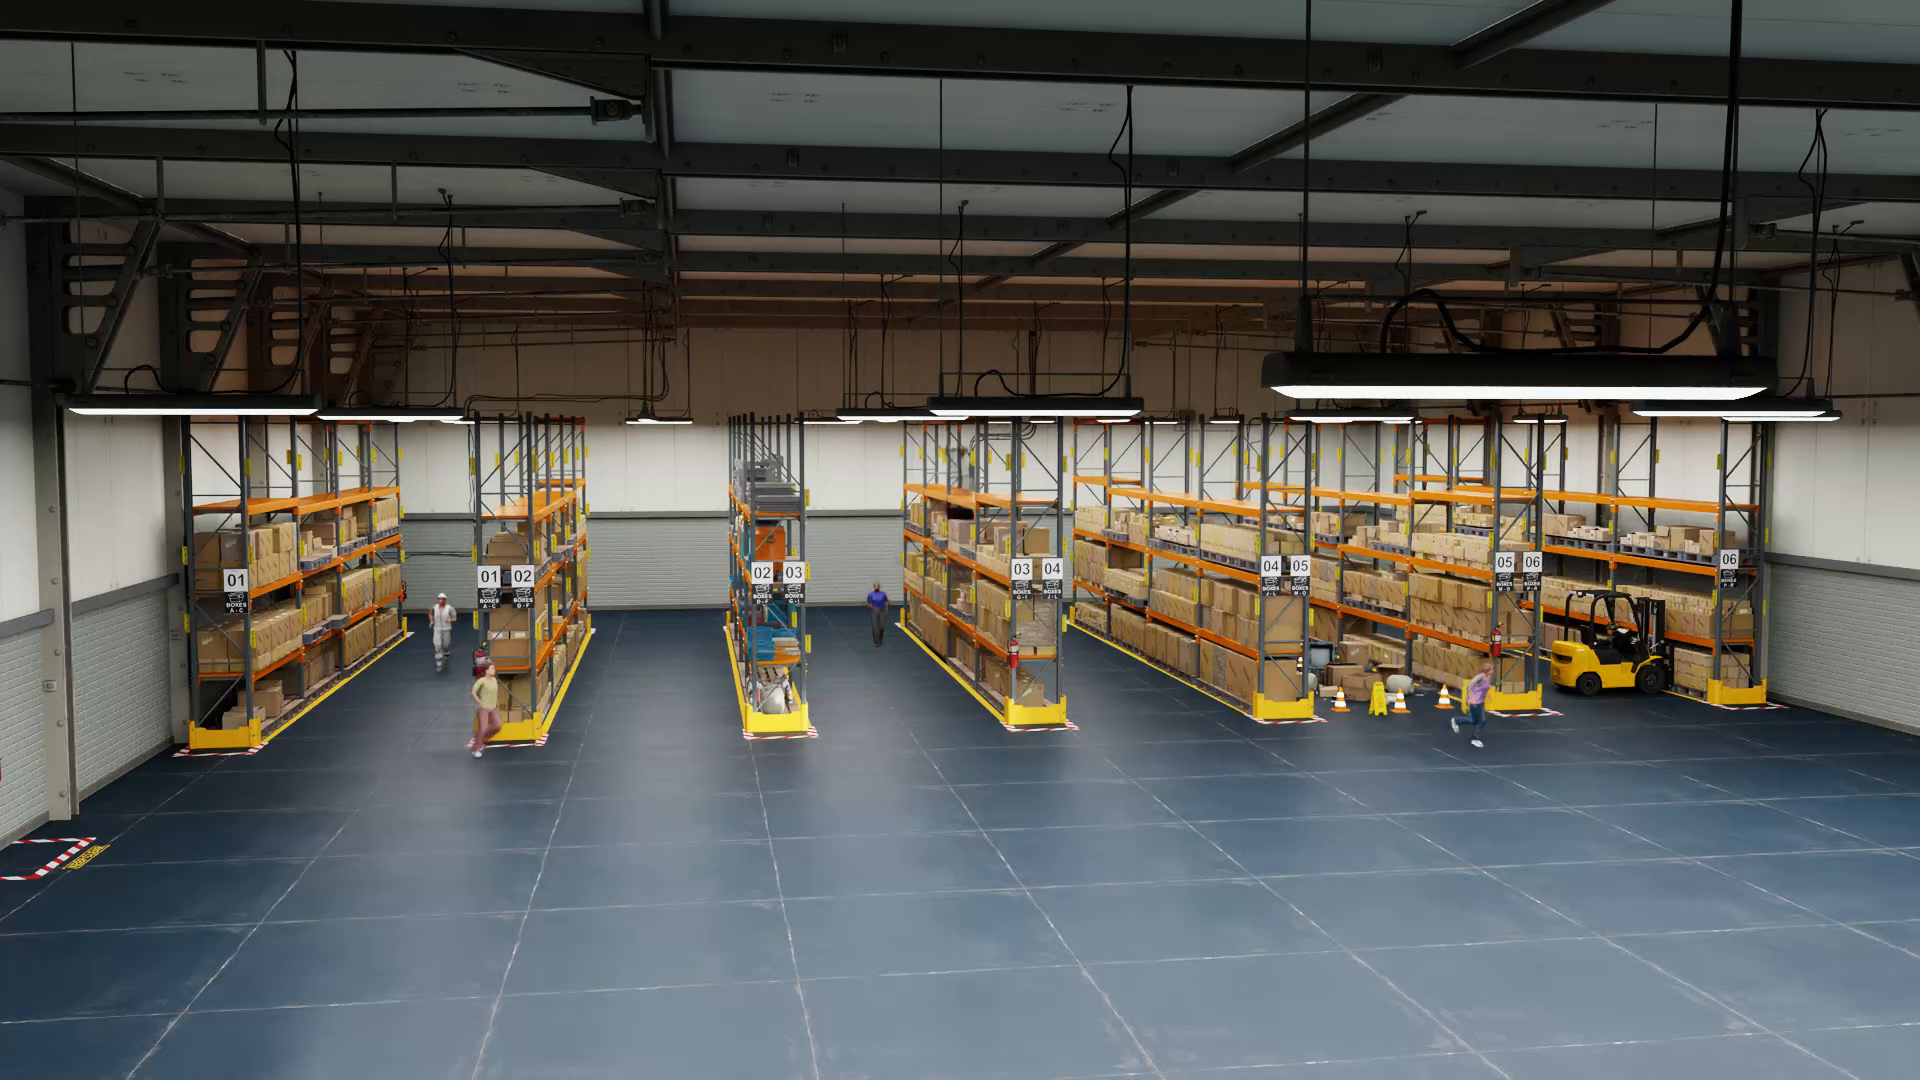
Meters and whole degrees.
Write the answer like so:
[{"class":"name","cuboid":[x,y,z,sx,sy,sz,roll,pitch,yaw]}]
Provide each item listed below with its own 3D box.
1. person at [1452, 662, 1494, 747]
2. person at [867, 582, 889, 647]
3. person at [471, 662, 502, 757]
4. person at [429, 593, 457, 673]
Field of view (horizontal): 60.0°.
[{"class":"person","cuboid":[9.244,2.944,29.974,0.770,1.542,0.536,3,5,40]},{"class":"person","cuboid":[-2.015,1.843,40.977,0.561,1.631,0.562,-1,4,-8]},{"class":"person","cuboid":[-8.227,2.945,29.055,0.514,1.612,0.634,3,5,33]},{"class":"person","cuboid":[-12.167,2.152,39.111,0.652,1.805,0.983,-1,4,-12]}]
